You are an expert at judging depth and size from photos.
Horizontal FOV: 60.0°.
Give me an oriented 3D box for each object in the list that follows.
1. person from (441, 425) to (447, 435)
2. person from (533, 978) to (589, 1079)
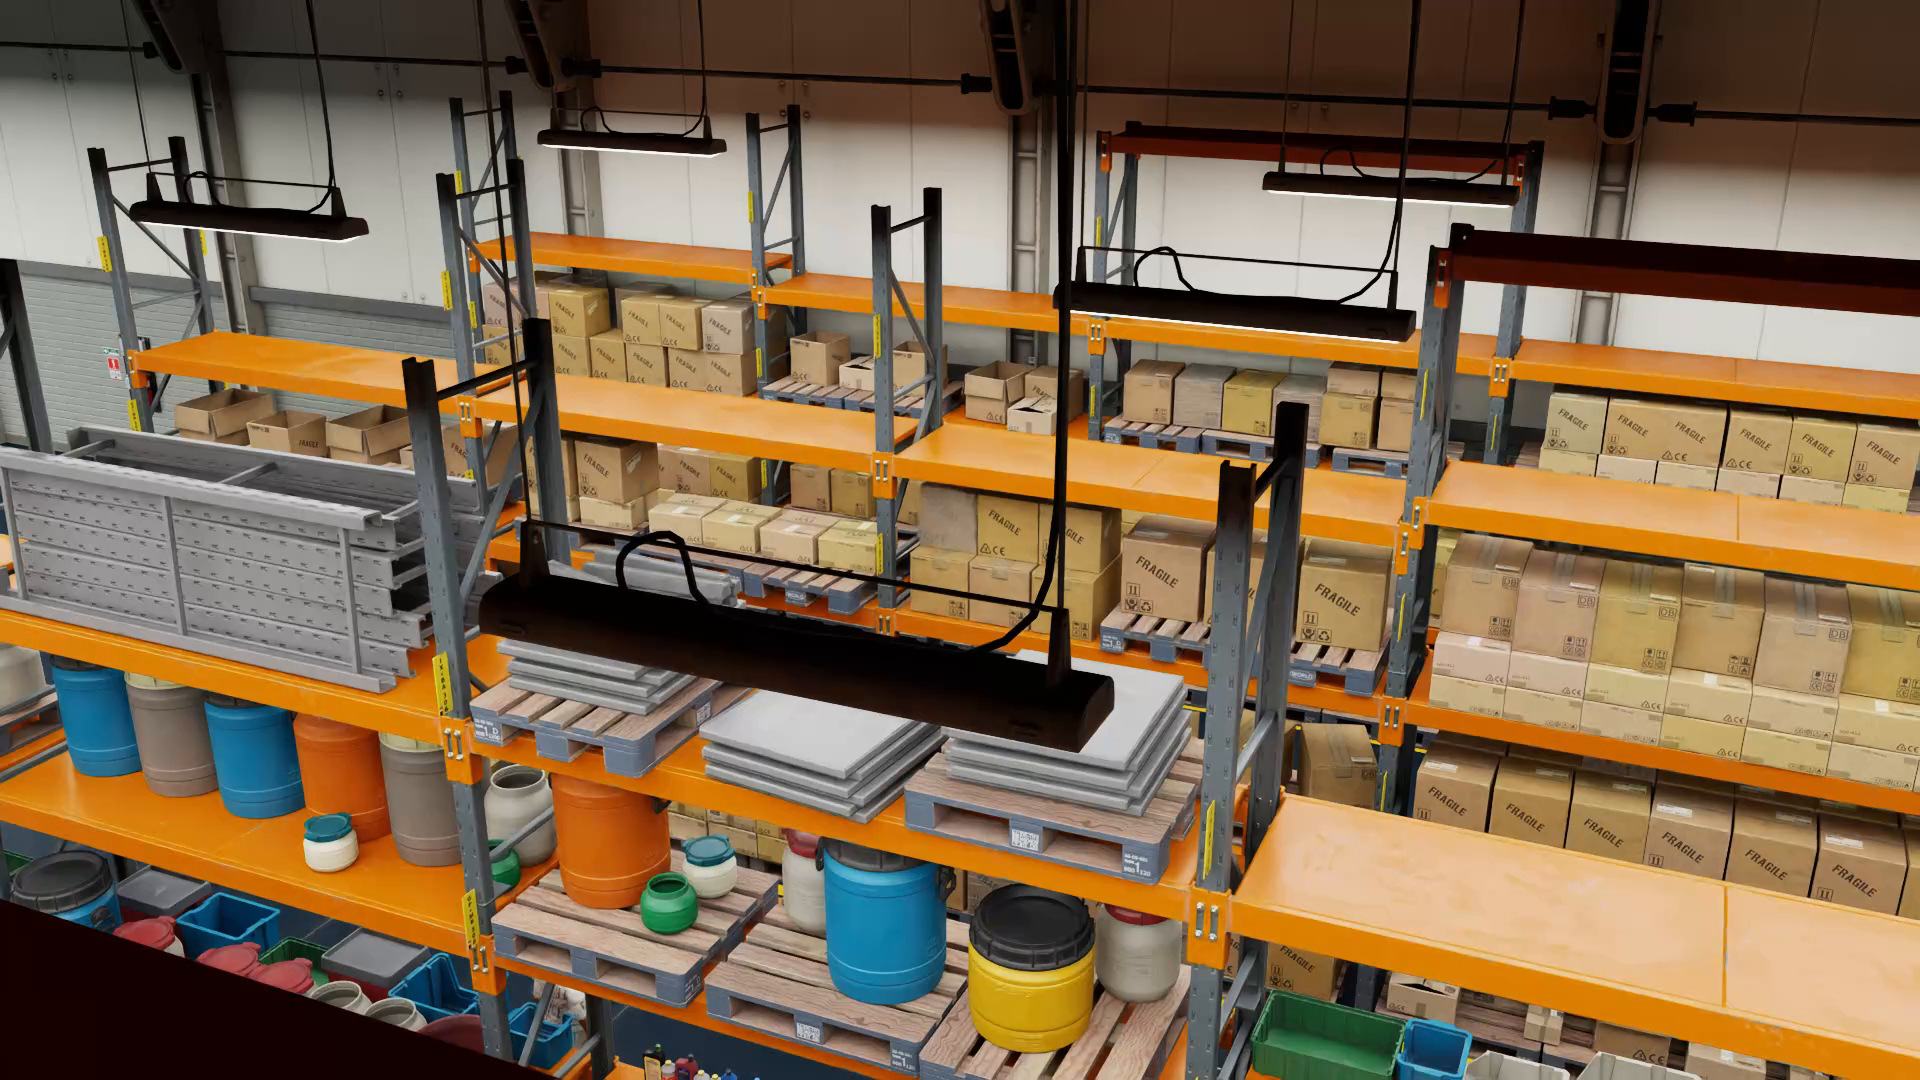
[{"bbox_3d":[-6.789,-0.693,22.063,0.550,1.718,0.459,8,22,20],"label":"person"},{"bbox_3d":[-2.683,3.405,11.308,0.782,1.678,0.517,-12,24,-29],"label":"person"}]
